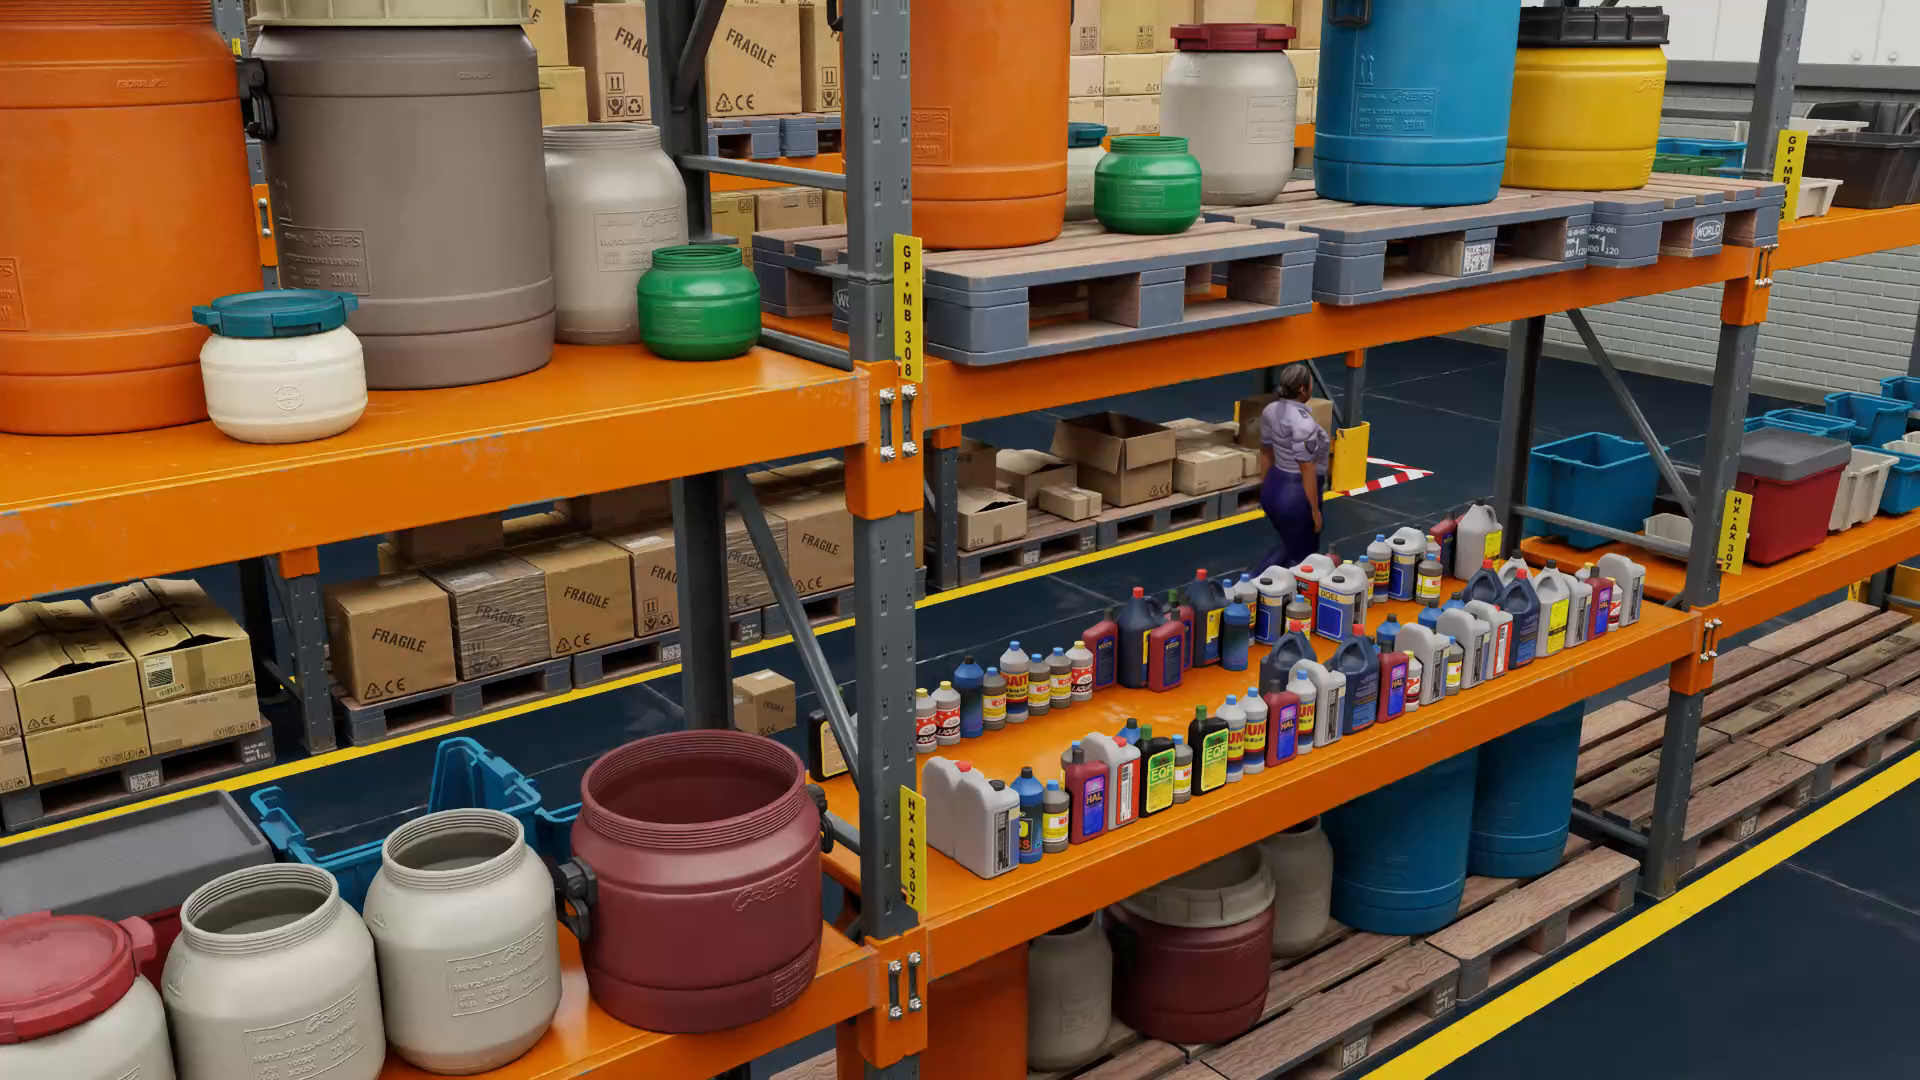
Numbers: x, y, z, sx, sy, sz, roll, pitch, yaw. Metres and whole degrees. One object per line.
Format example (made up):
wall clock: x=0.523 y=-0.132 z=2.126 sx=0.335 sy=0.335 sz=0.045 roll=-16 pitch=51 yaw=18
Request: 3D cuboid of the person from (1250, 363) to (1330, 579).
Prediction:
person: x=1.933 y=-0.233 z=9.729 sx=0.486 sy=1.636 sz=0.477 roll=-6 pitch=19 yaw=-18
